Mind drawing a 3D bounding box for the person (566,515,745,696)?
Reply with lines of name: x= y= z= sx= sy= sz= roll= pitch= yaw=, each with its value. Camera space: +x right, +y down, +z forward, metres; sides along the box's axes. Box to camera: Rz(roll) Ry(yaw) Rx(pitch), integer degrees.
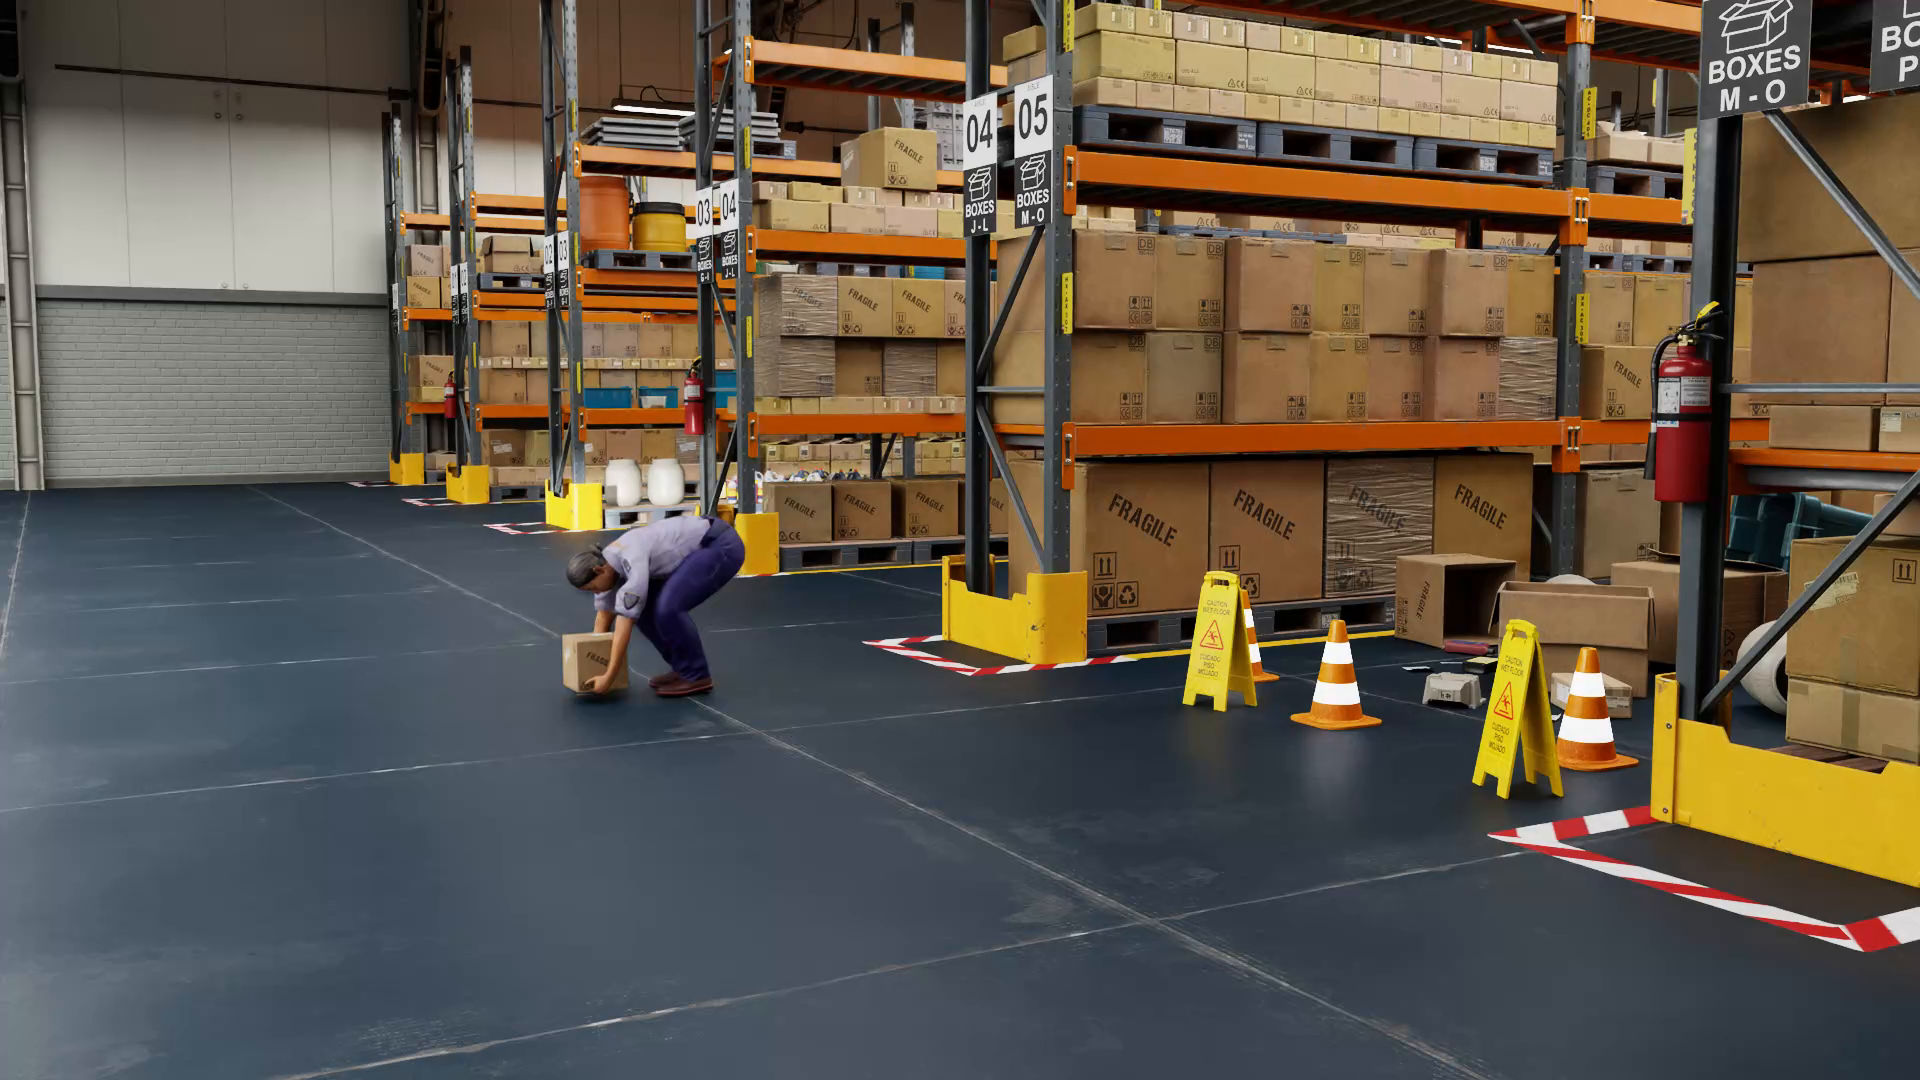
person: x=-1.514 y=0.326 z=8.257 sx=0.898 sy=0.881 sz=0.502 roll=-3 pitch=6 yaw=-31
